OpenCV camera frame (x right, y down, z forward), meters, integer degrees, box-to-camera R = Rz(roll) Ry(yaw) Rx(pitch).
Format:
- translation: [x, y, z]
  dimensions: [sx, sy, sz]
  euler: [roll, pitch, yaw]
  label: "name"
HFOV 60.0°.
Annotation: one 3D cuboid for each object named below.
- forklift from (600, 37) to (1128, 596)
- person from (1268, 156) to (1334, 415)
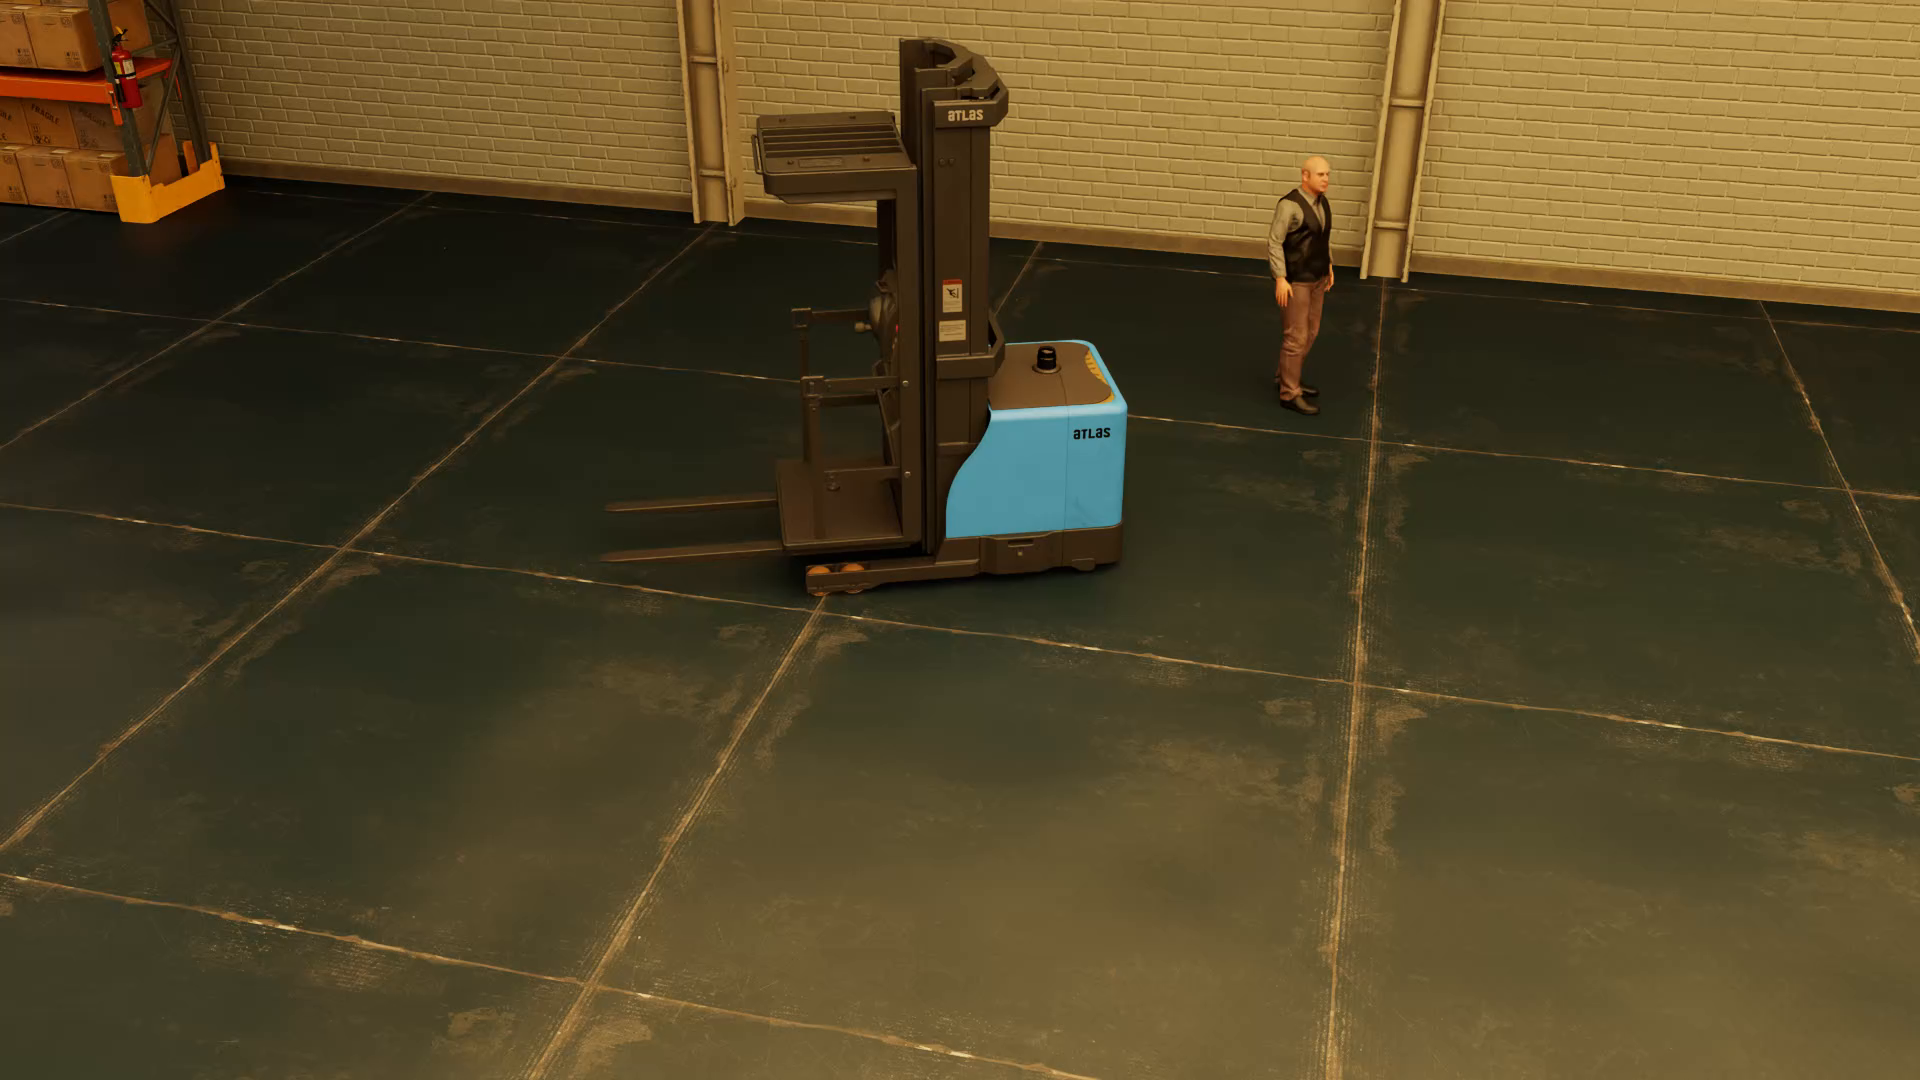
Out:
- translation: [-0.602, -1.232, 9.345]
  dimensions: [3.031, 2.935, 1.130]
  euler: [-4, 30, -7]
  label: "forklift"
- translation: [2.433, -1.783, 11.542]
  dimensions: [0.549, 1.723, 0.679]
  euler: [22, 36, 33]
  label: "person"
